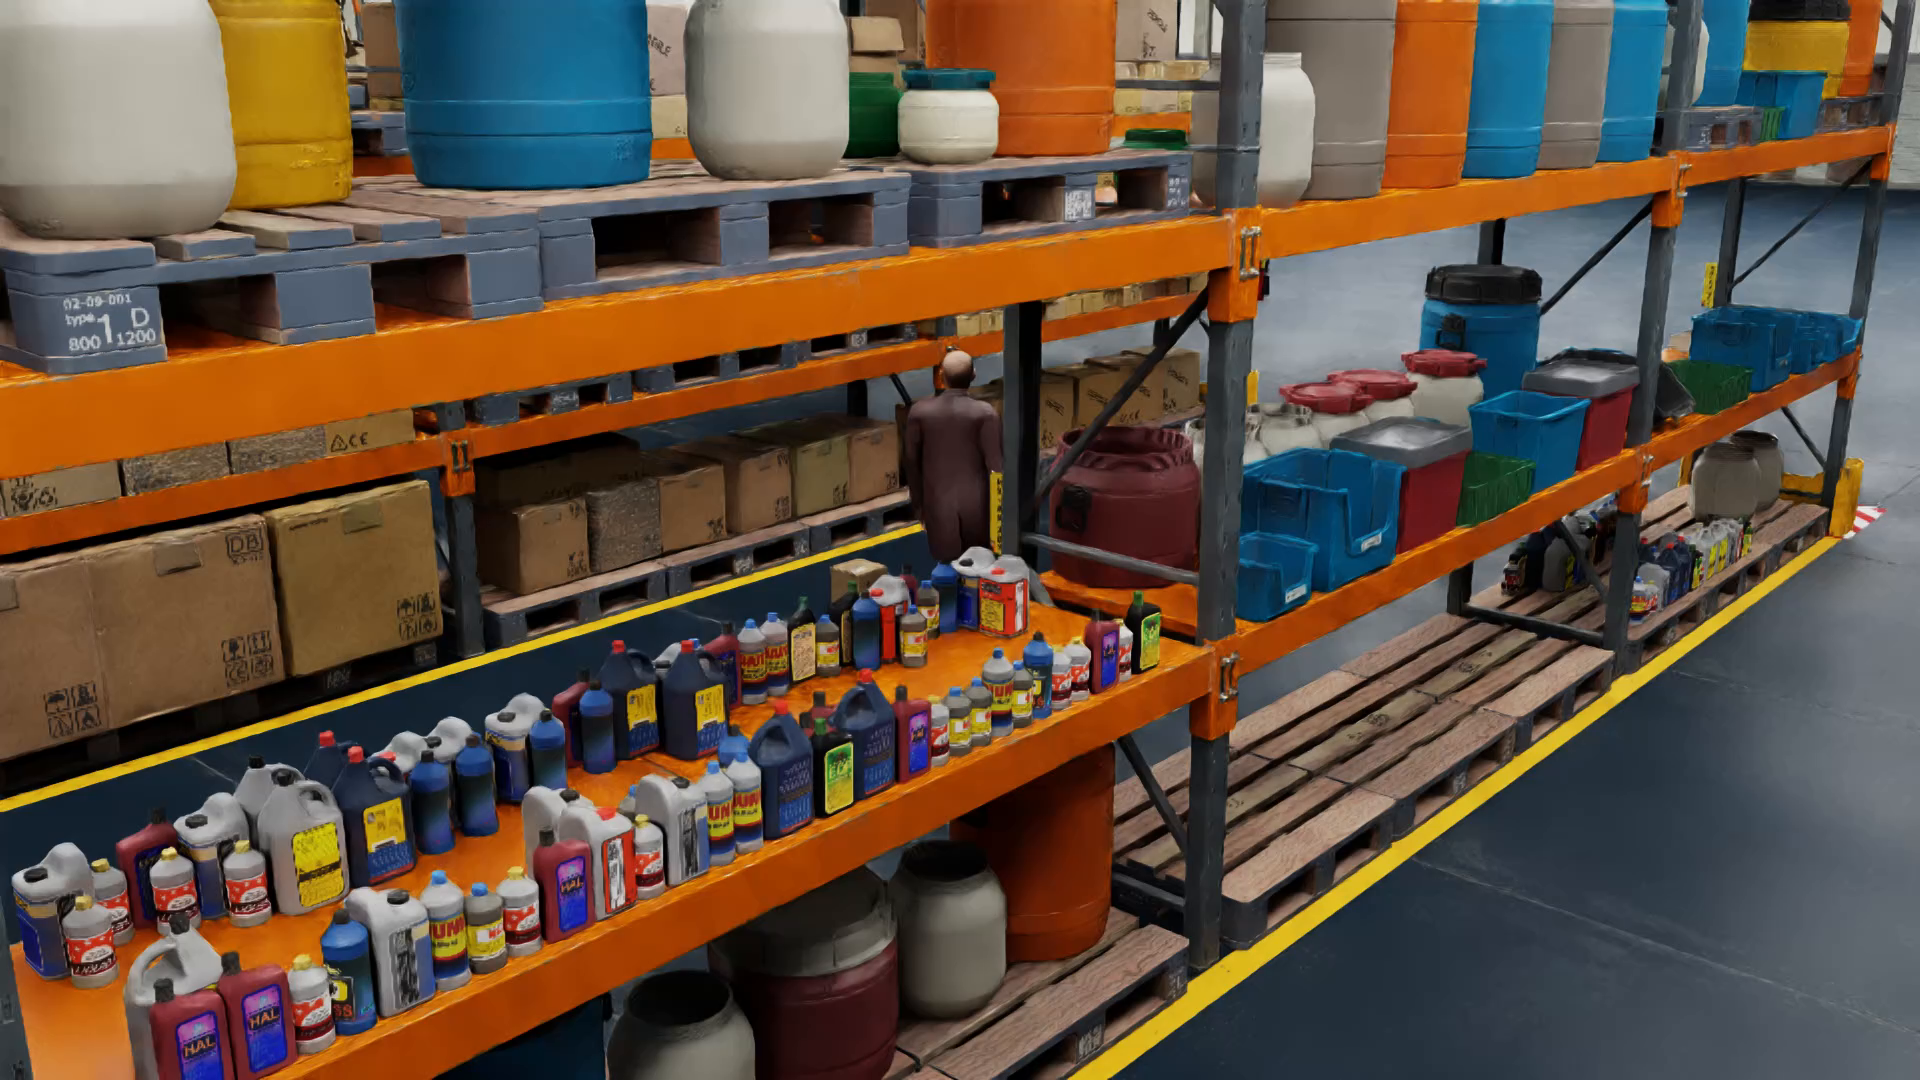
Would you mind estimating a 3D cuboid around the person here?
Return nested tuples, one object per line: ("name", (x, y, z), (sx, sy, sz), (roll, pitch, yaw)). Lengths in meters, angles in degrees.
("person", (-0.007, -0.148, 9.098), (0.659, 1.745, 0.947), (3, 17, 9))
